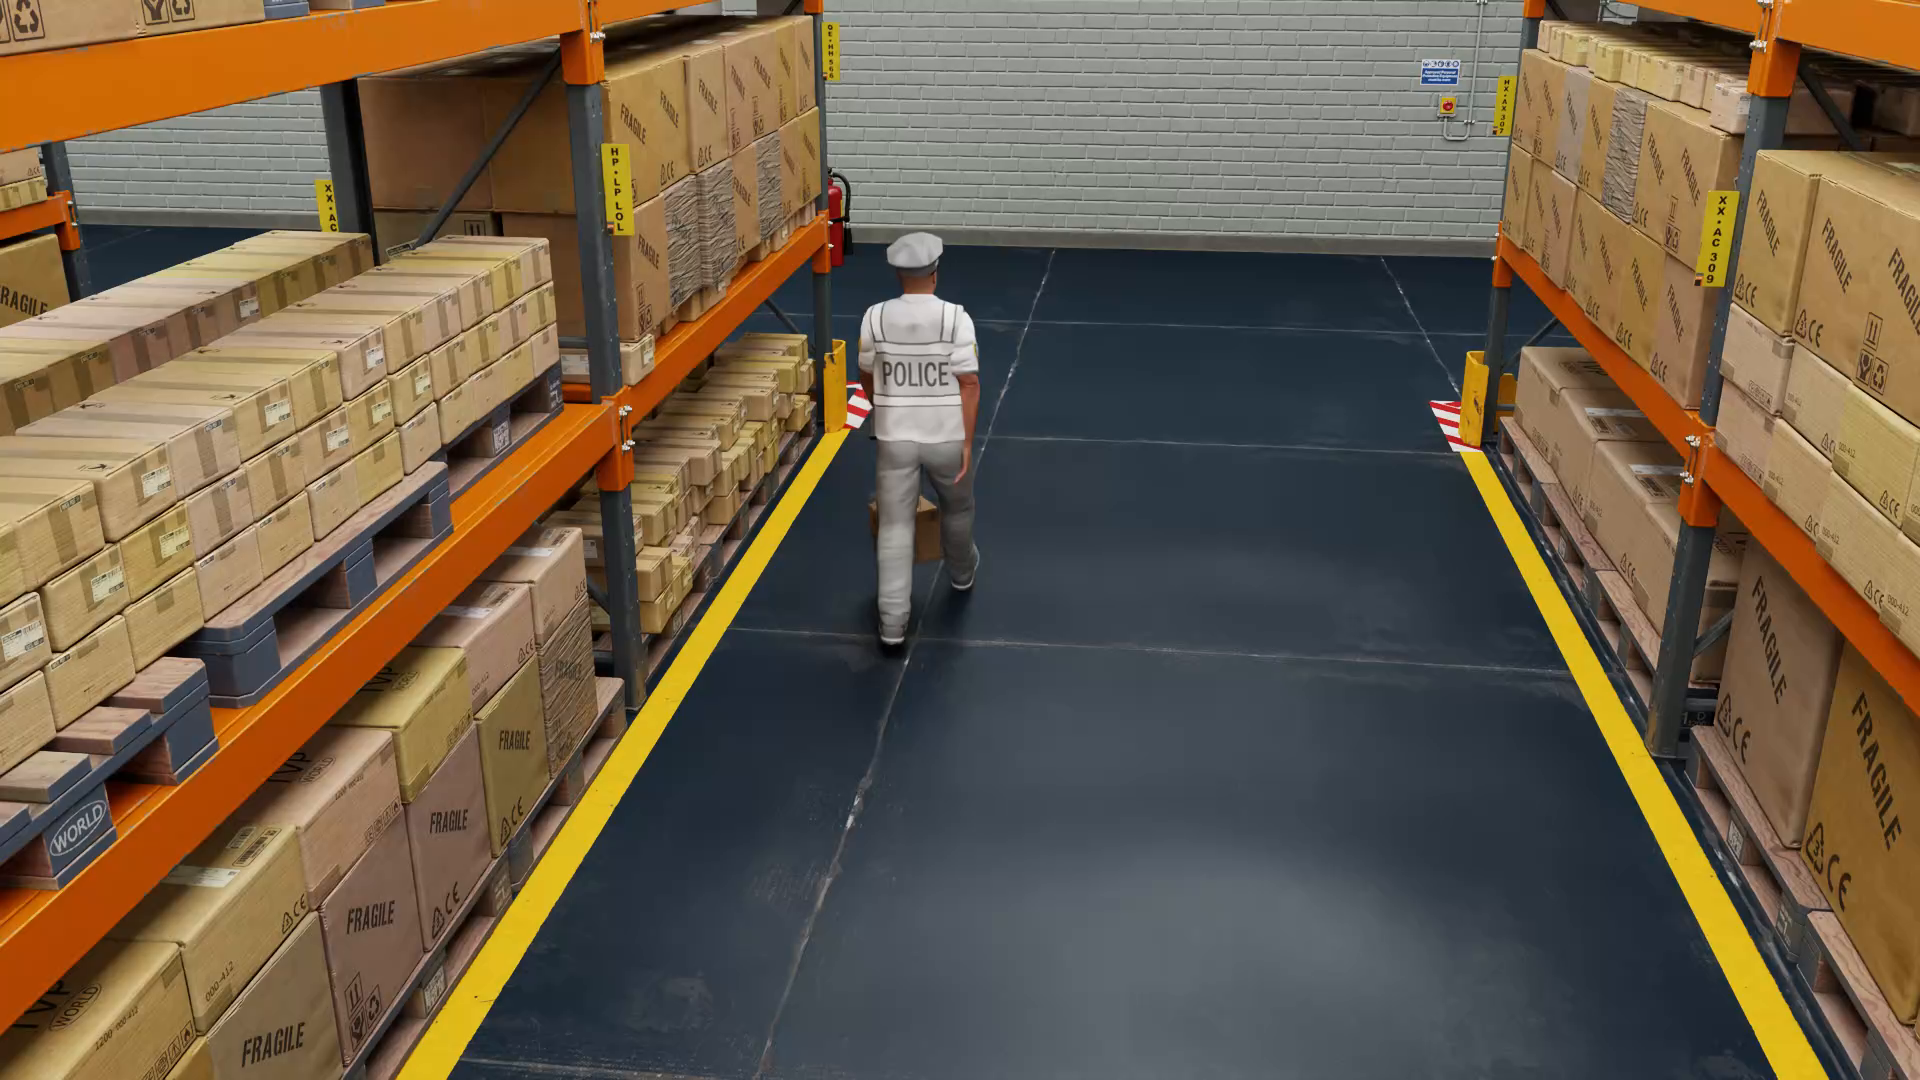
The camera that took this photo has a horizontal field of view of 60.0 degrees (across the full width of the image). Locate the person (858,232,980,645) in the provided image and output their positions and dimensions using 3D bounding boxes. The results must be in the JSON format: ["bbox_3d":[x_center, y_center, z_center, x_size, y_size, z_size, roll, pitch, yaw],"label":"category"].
[{"bbox_3d":[-0.177,-0.490,7.343,0.544,1.714,1.038,2,21,4],"label":"person"}]
